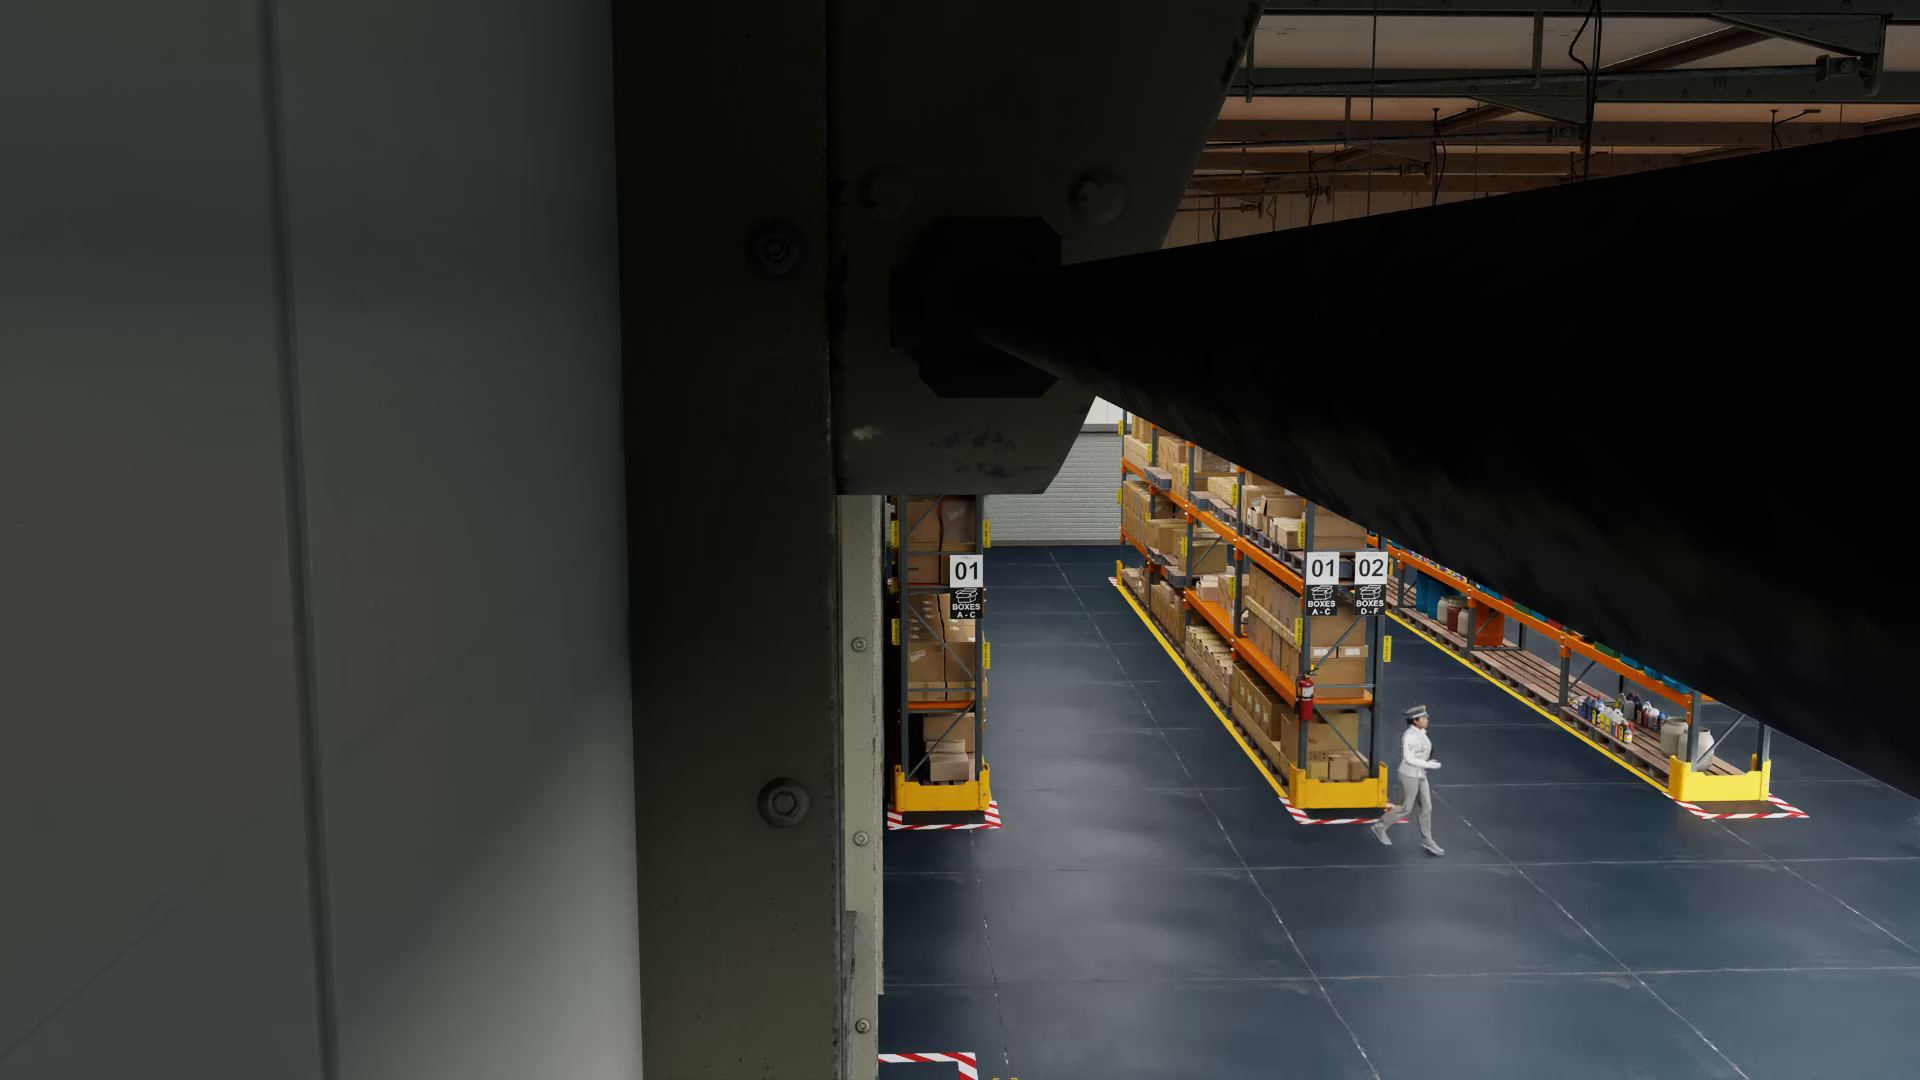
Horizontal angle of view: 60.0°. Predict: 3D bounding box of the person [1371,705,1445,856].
[{"bbox_3d":[5.150,2.712,18.989,0.825,1.716,0.633,5,10,30],"label":"person"}]
